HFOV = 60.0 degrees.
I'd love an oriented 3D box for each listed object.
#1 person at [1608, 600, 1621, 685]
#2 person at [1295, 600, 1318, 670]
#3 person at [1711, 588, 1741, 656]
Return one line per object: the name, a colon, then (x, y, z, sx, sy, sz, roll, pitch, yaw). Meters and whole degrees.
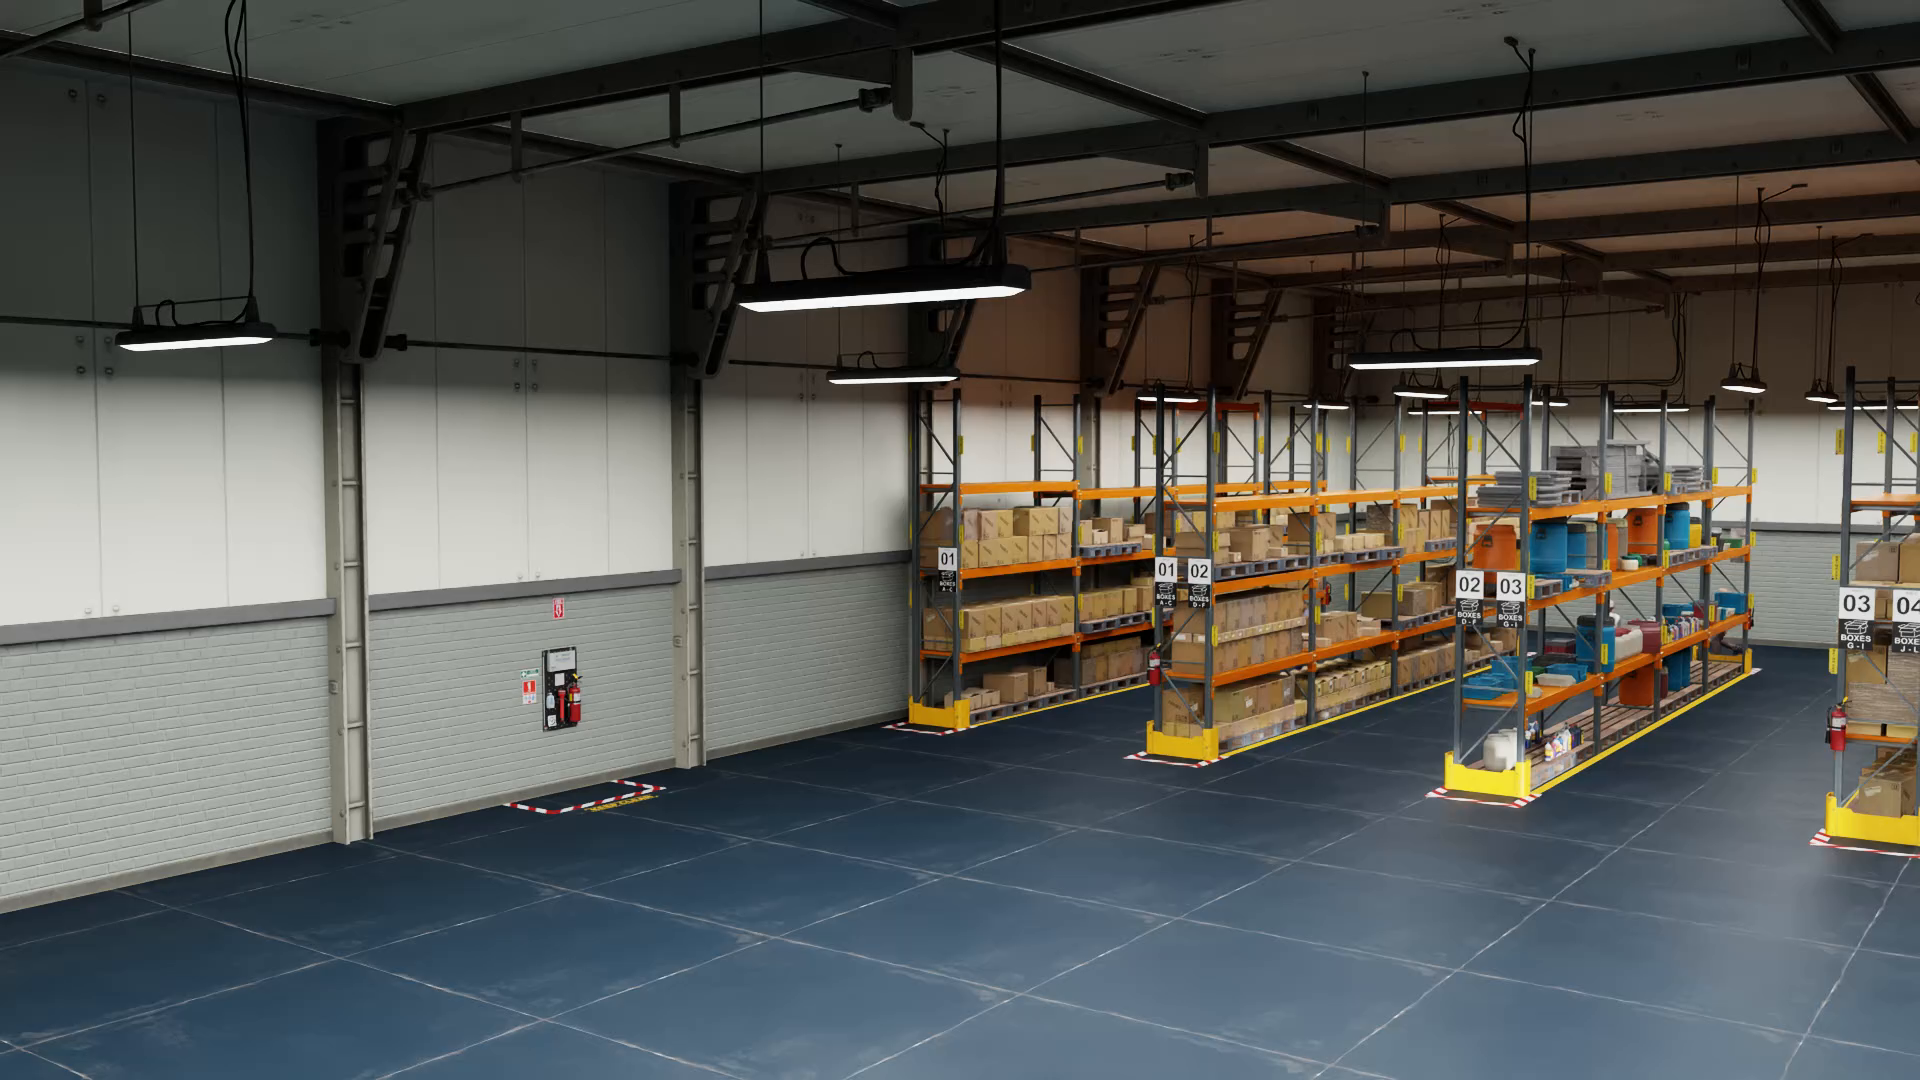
person: (13.475, 2.133, 34.642, 0.586, 1.787, 0.547, 0, 3, 7)
person: (7.603, 2.104, 36.547, 0.485, 1.602, 0.857, 2, 4, 33)
person: (17.610, 1.952, 38.328, 0.709, 1.708, 0.530, 2, 4, 33)
